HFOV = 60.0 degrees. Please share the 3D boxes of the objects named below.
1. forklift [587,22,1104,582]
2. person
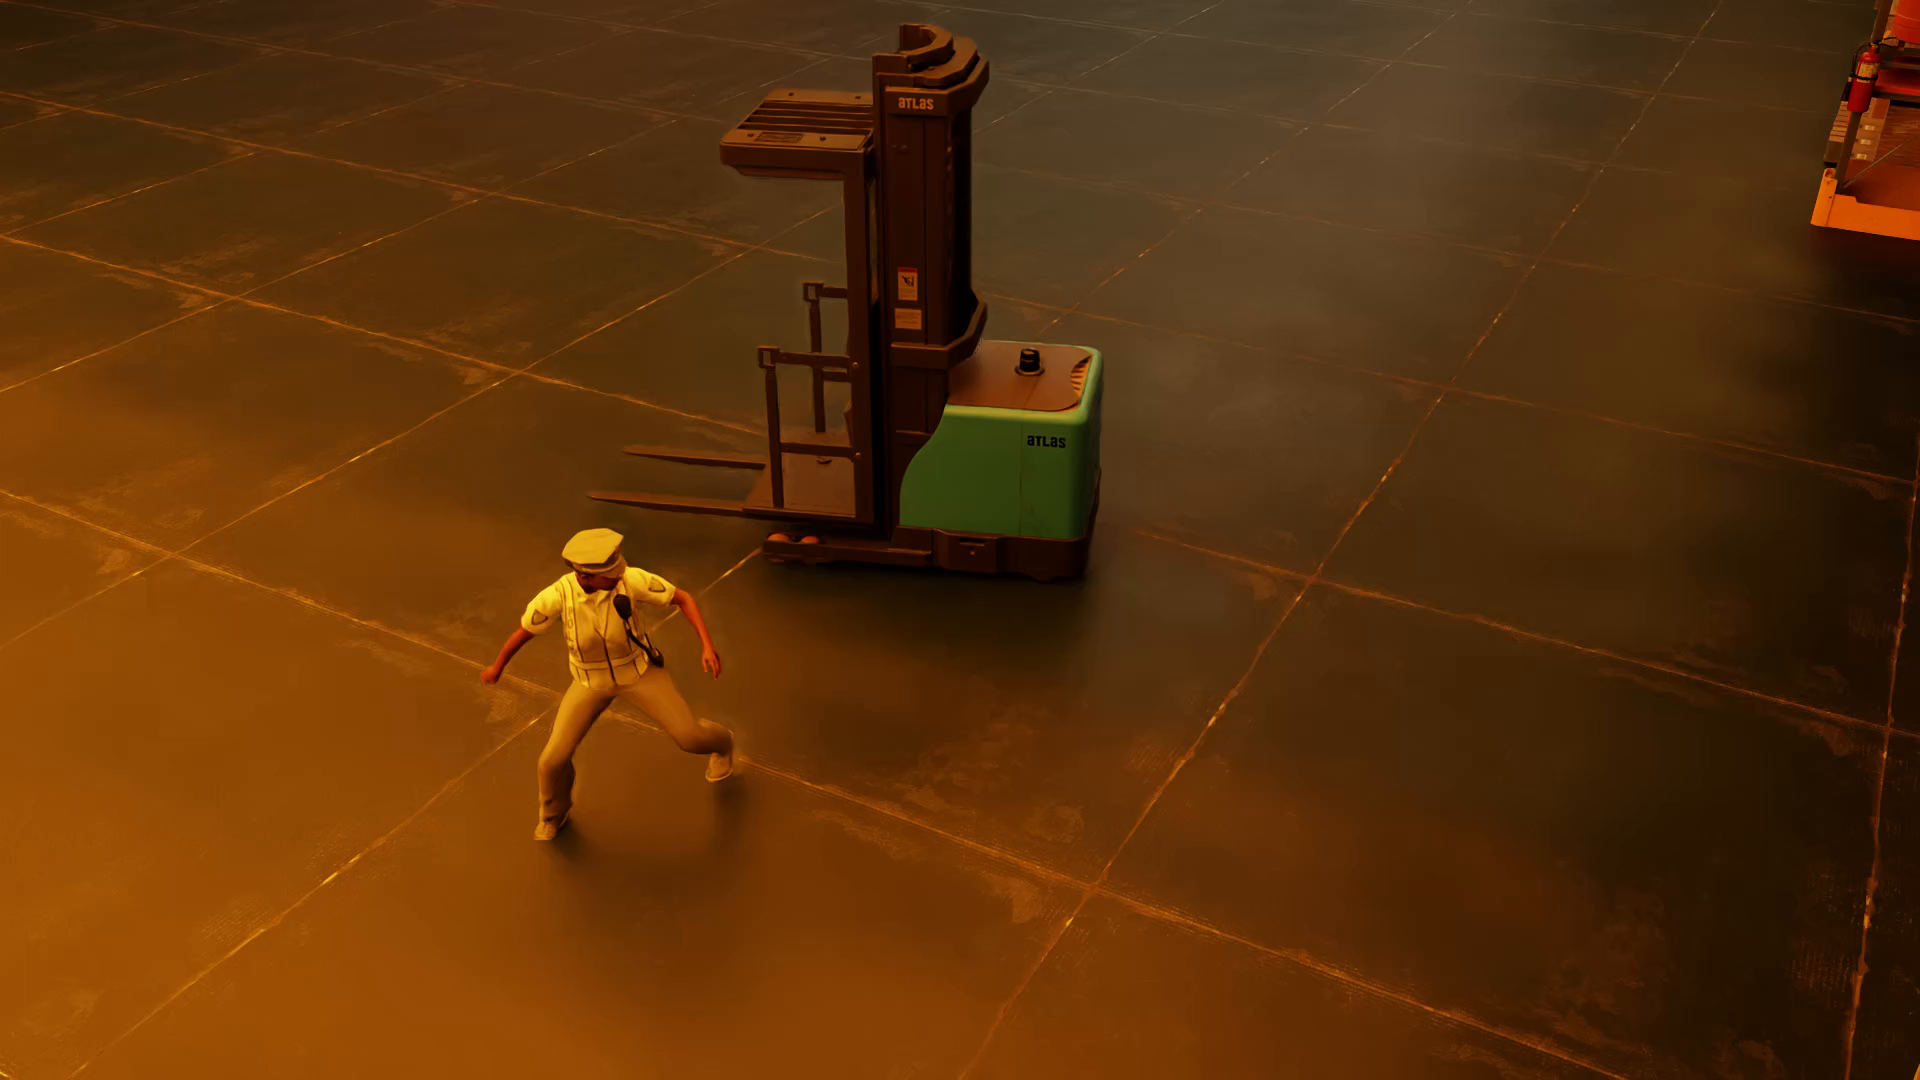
[{"bbox_3d":[-0.702,-1.374,9.452,3.031,2.935,1.130,5,30,9],"label":"forklift"},{"bbox_3d":[-1.596,0.645,7.460,1.109,1.570,0.479,-5,30,-8],"label":"person"}]
